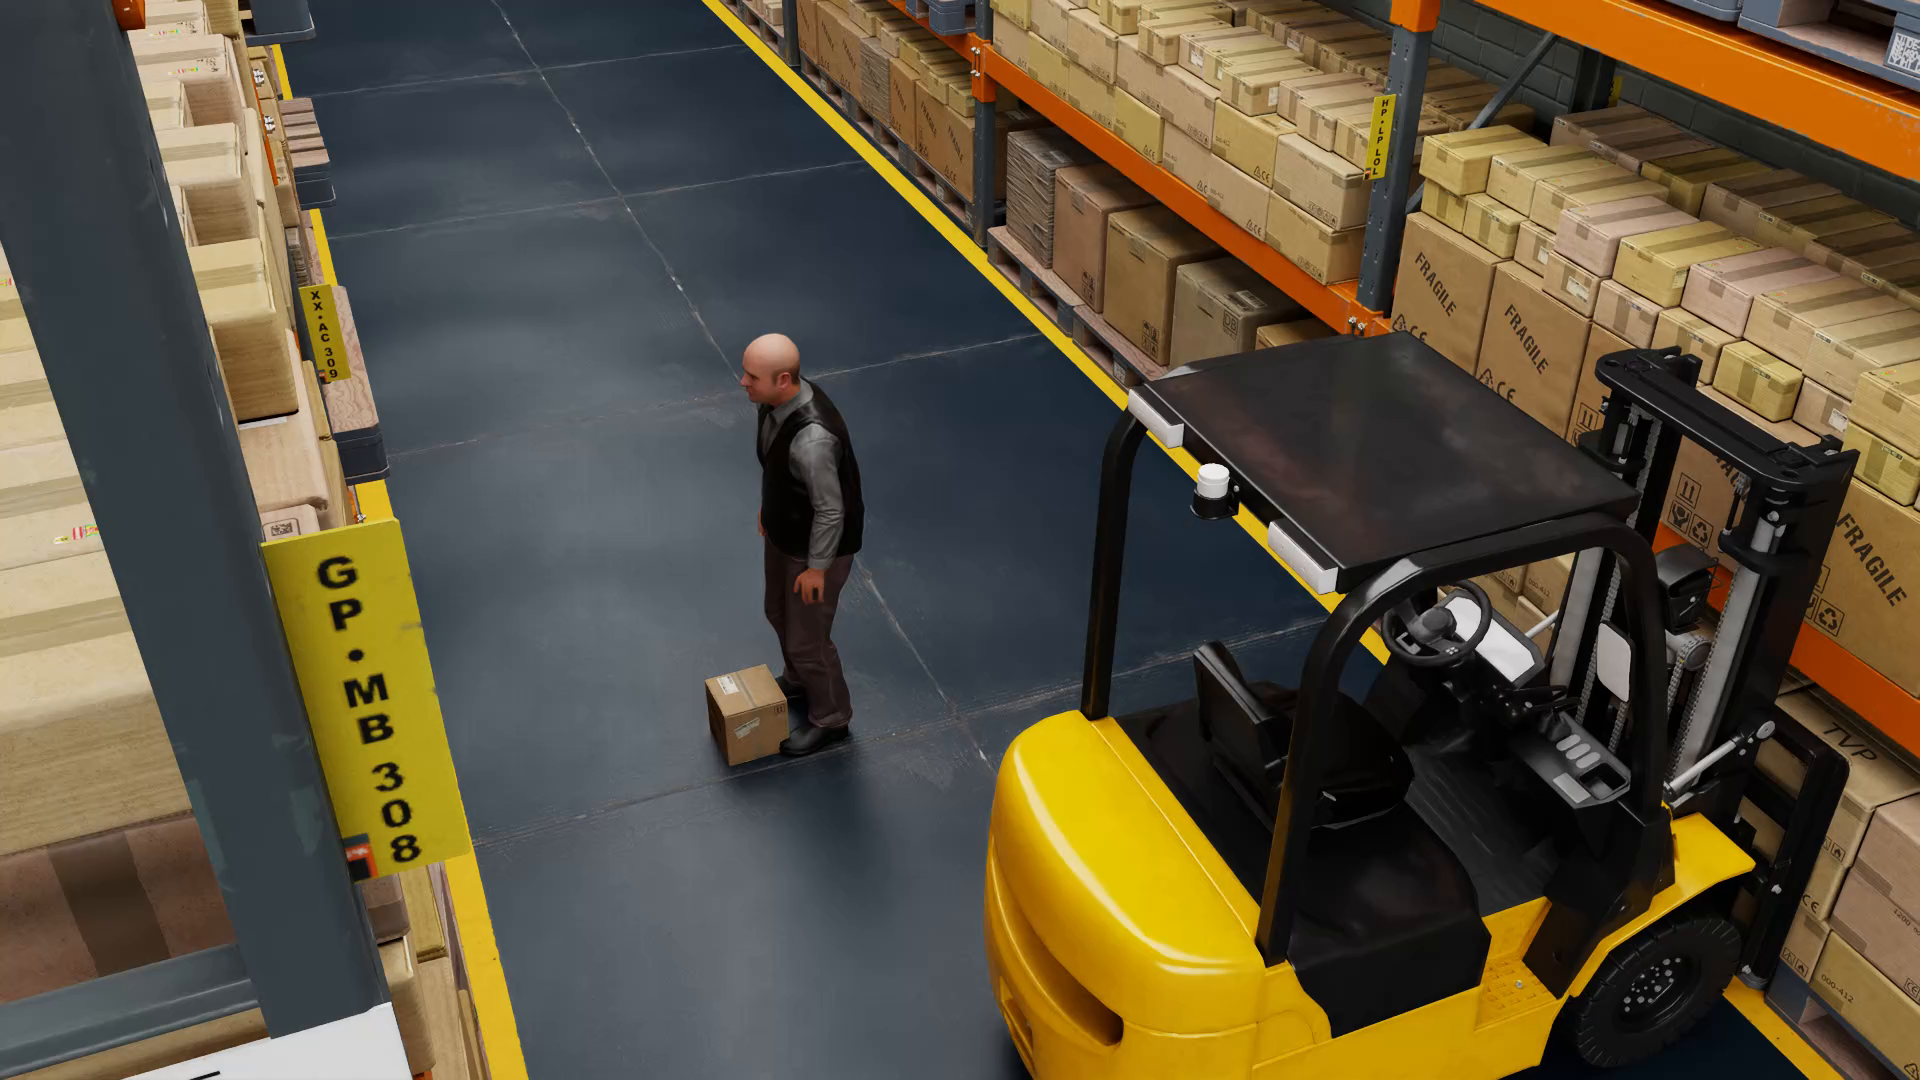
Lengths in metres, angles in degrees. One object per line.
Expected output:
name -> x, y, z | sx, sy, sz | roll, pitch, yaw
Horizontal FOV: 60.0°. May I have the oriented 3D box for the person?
person -> -0.572, 0.000, 6.162 | 0.413, 1.721, 0.581 | -13, 35, -19
